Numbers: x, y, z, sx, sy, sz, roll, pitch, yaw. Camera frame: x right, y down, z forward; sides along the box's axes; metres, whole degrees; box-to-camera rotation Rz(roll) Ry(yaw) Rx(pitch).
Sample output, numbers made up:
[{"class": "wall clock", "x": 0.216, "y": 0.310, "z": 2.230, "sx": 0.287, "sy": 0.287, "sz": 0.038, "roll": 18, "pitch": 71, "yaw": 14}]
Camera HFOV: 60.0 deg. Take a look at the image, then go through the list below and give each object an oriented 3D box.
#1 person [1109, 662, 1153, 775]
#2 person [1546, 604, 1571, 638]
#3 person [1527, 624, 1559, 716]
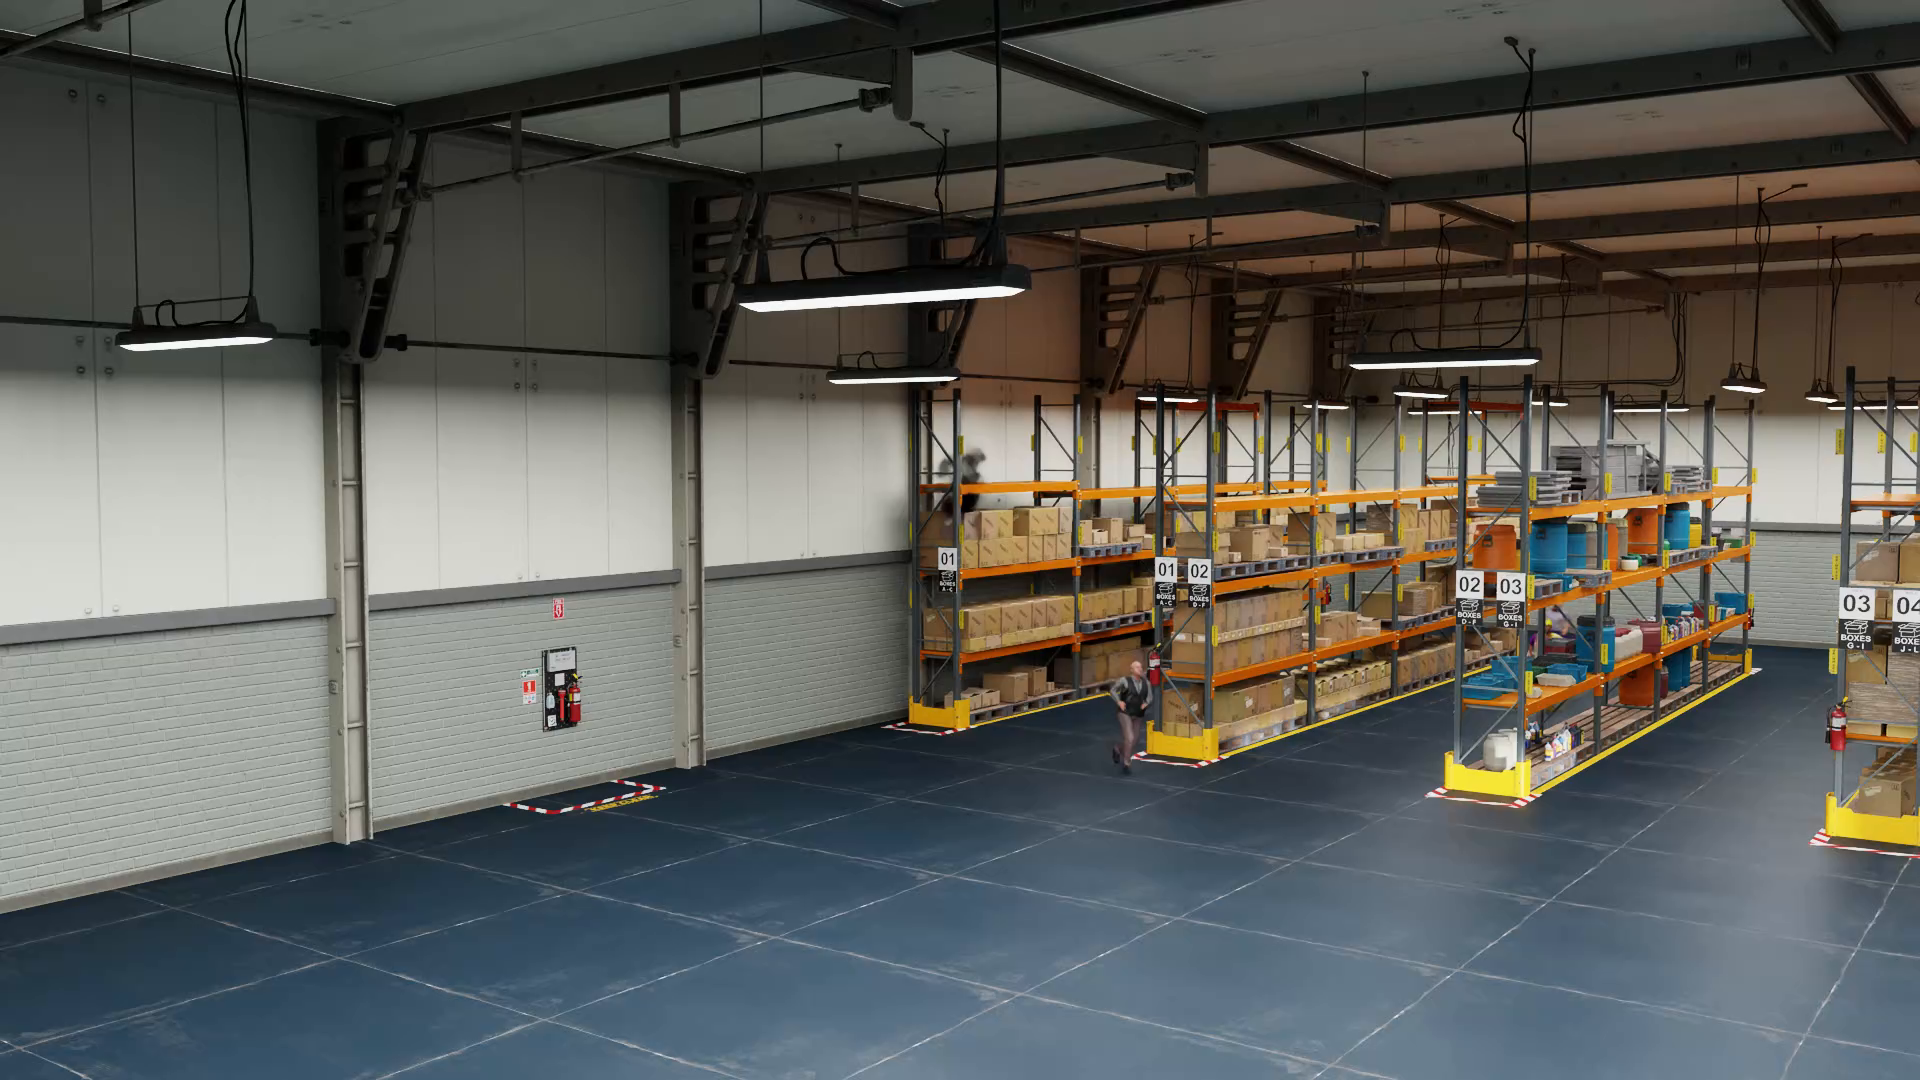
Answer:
[{"class": "person", "x": 2.649, "y": 2.717, "z": 25.650, "sx": 0.696, "sy": 1.698, "sz": 0.796, "roll": -1, "pitch": 3, "yaw": -19}, {"class": "person", "x": 13.009, "y": 2.124, "z": 36.359, "sx": 0.580, "sy": 1.662, "sz": 0.685, "roll": 2, "pitch": 4, "yaw": 30}, {"class": "person", "x": 10.864, "y": 2.380, "z": 30.899, "sx": 0.678, "sy": 1.793, "sz": 0.769, "roll": 2, "pitch": 4, "yaw": 28}]
